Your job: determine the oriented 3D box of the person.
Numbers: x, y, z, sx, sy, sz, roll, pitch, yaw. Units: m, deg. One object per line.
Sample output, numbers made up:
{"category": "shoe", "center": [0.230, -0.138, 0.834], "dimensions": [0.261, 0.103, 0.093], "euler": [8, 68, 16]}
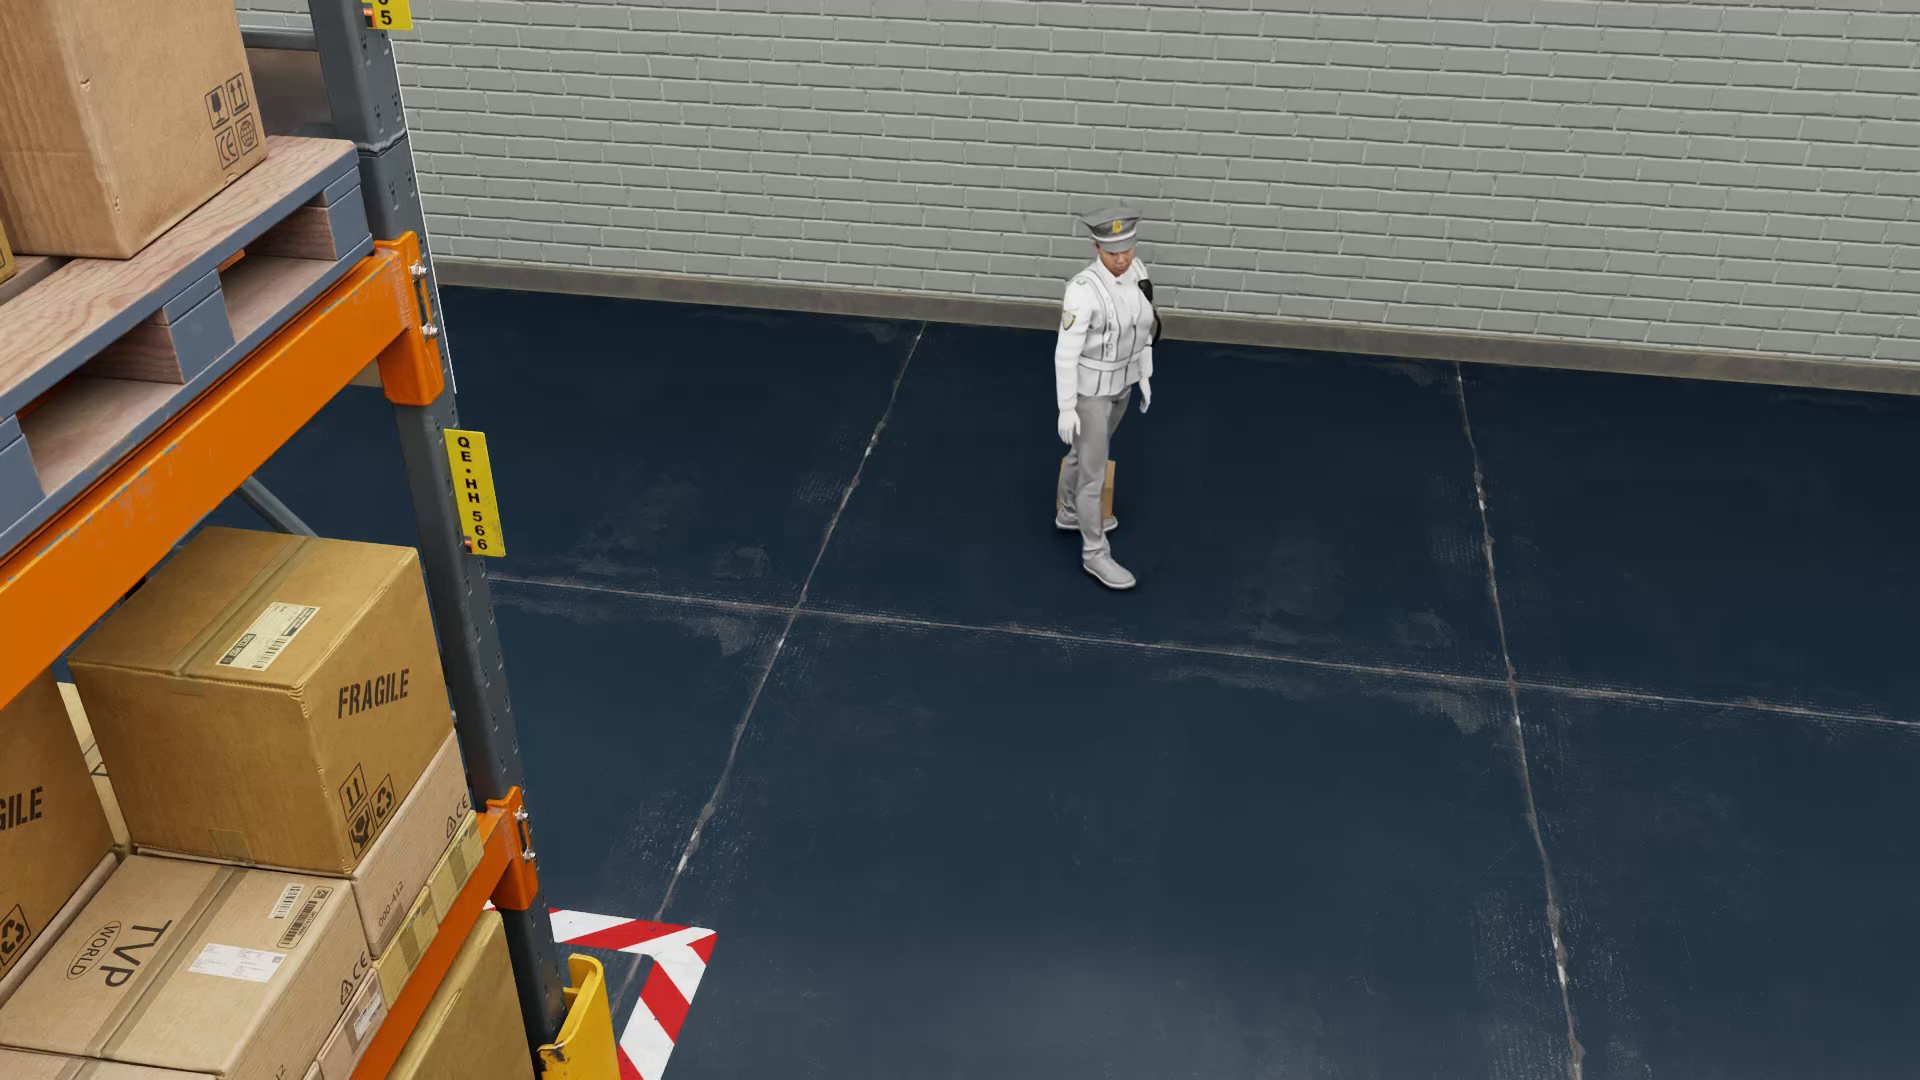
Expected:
{"category": "person", "center": [0.621, -0.633, 7.085], "dimensions": [0.579, 1.655, 0.538], "euler": [23, 39, 32]}
